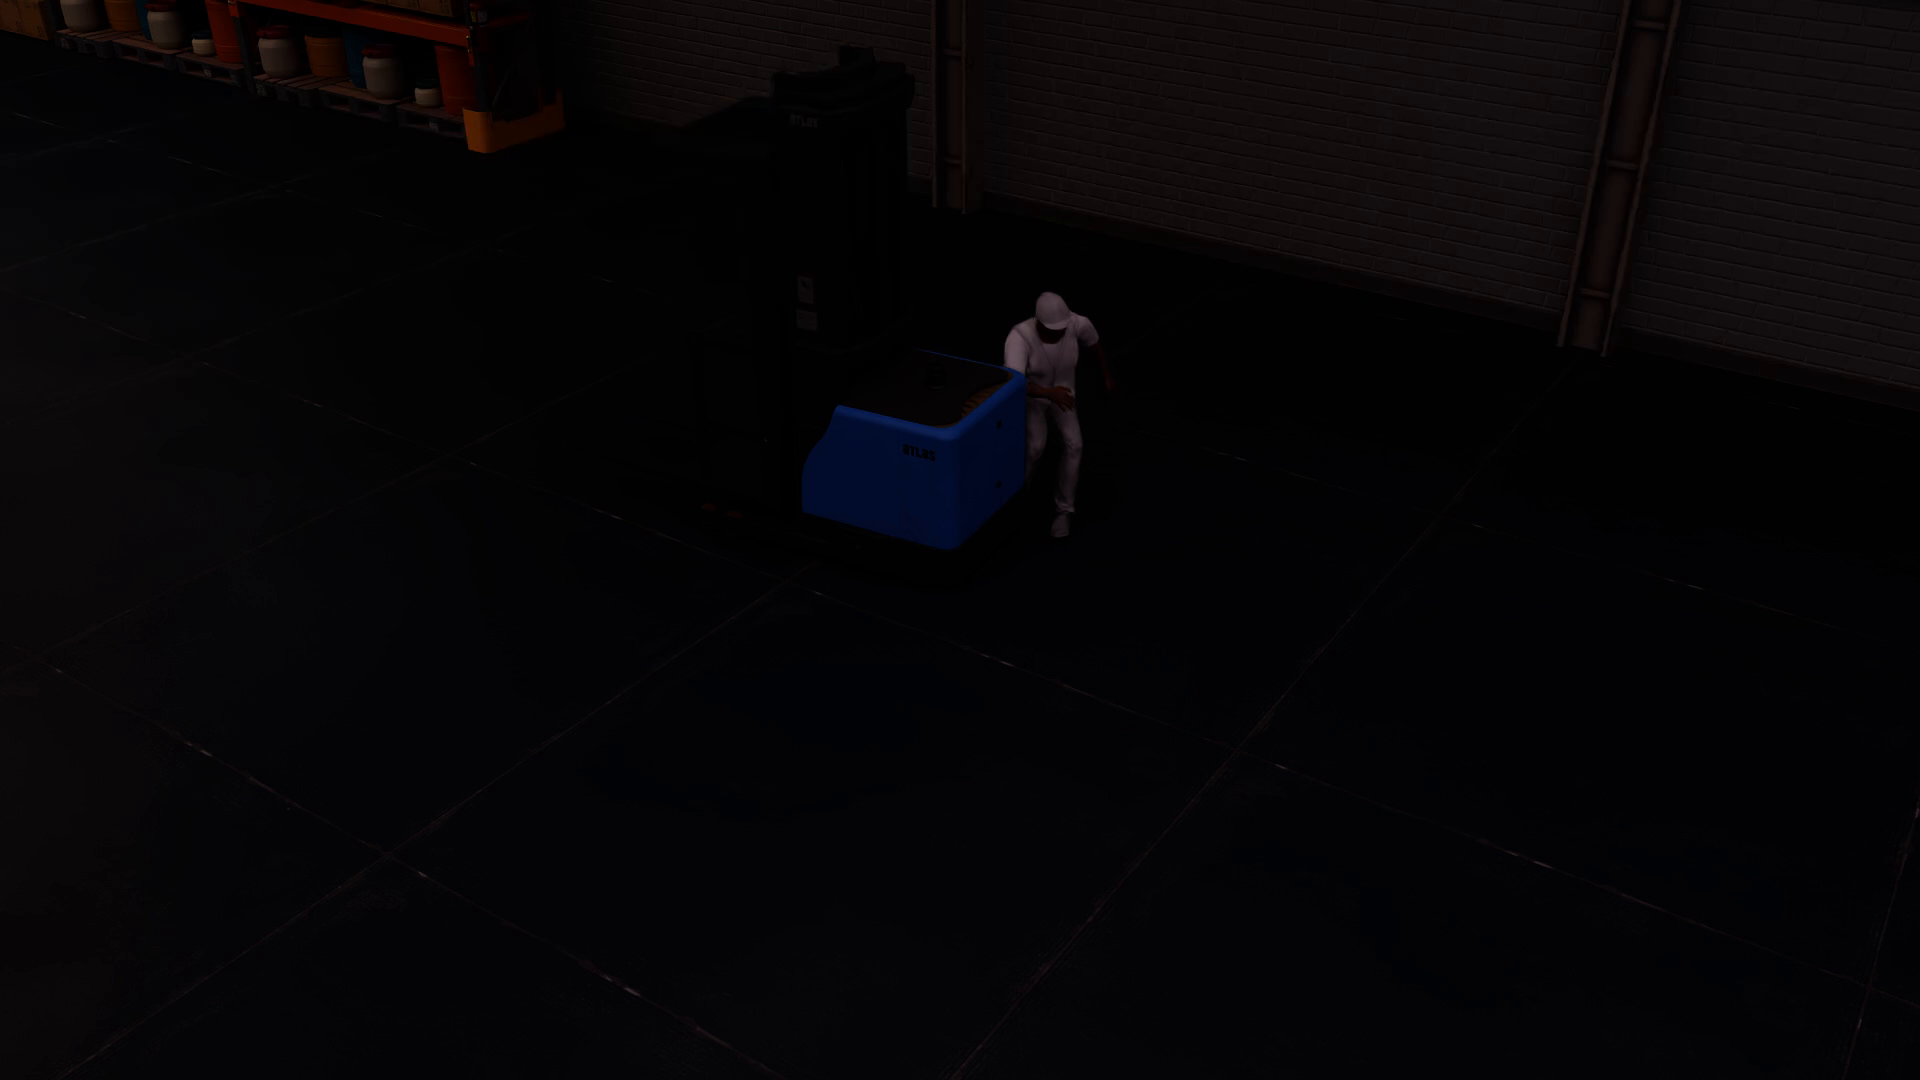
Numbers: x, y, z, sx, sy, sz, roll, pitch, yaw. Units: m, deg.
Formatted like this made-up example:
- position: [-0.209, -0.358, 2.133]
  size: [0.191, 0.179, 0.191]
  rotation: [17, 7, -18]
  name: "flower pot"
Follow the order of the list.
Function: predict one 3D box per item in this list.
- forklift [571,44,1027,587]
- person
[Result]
- position: [-1.125, -1.504, 10.172]
  size: [3.031, 2.935, 1.130]
  rotation: [15, 33, 24]
  name: "forklift"
- position: [0.678, -0.833, 10.531]
  size: [0.937, 1.525, 0.929]
  rotation: [-9, 31, -15]
  name: "person"
